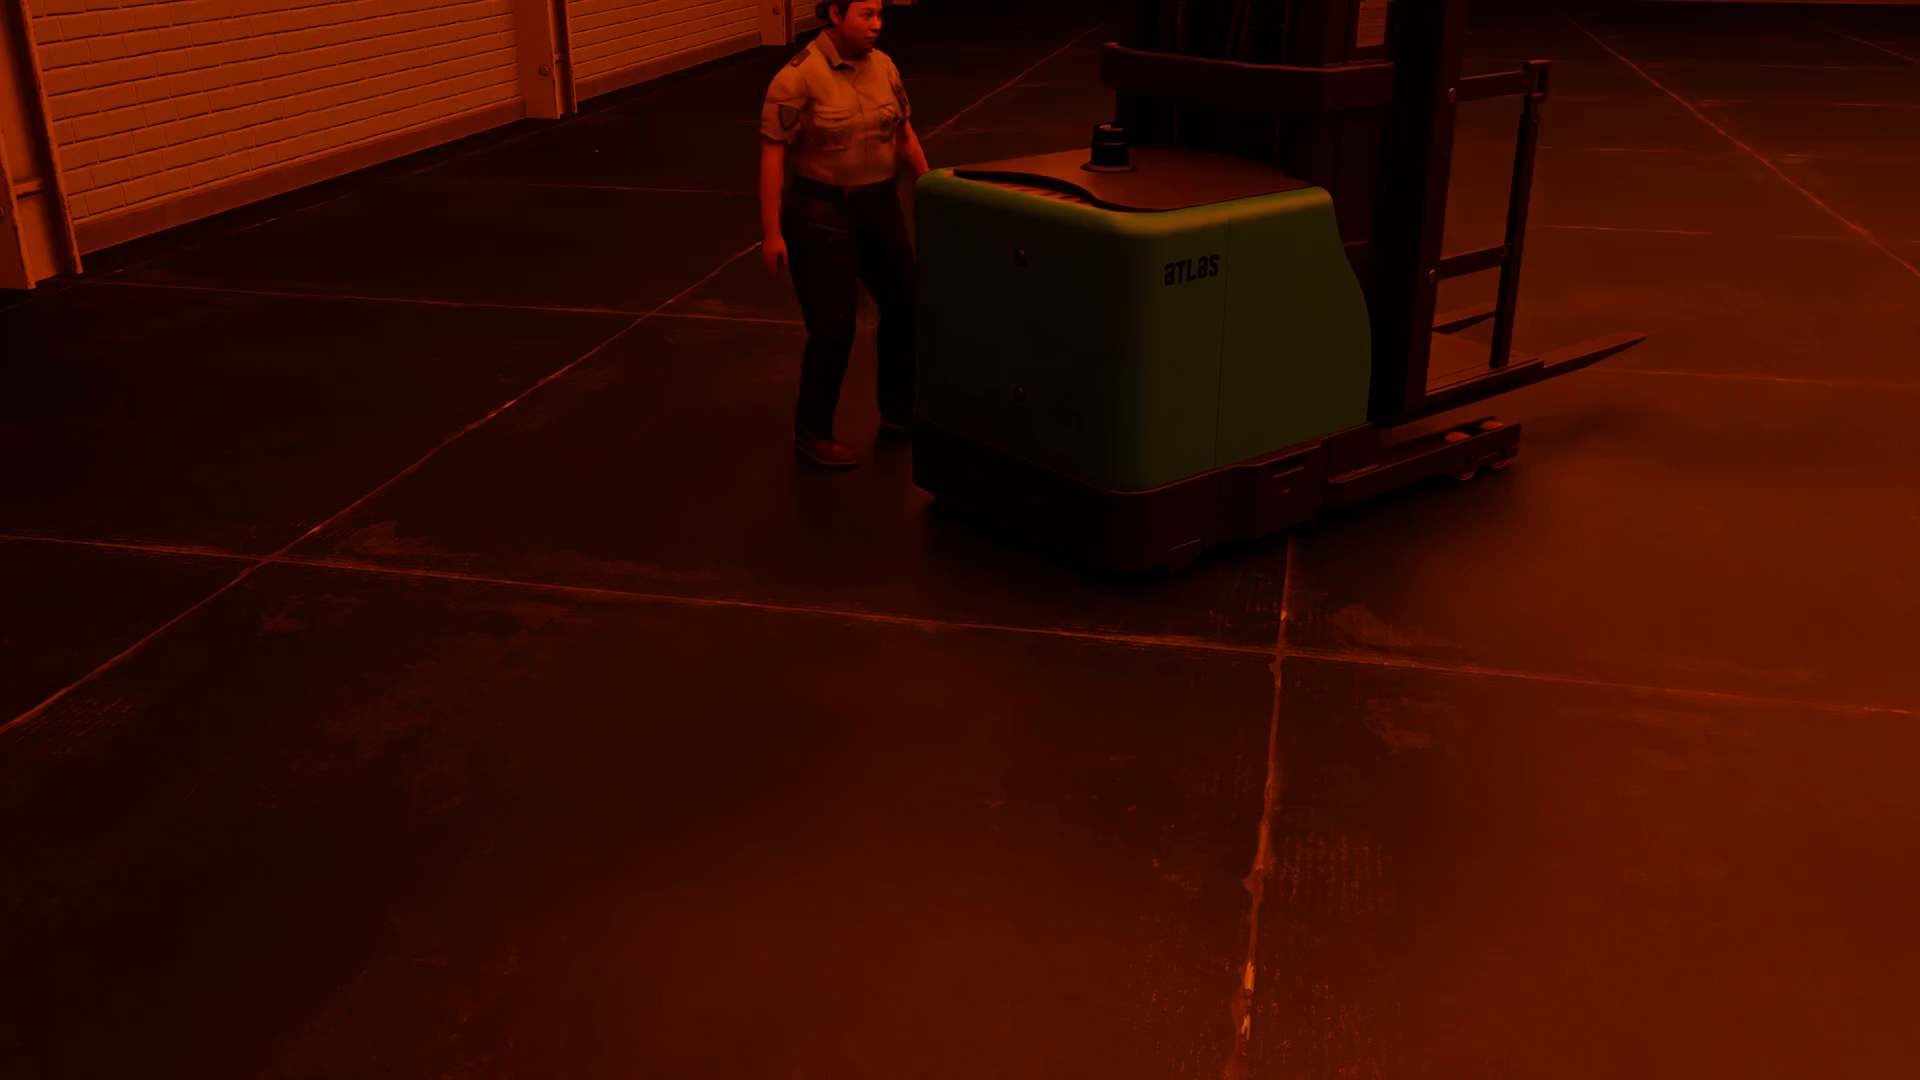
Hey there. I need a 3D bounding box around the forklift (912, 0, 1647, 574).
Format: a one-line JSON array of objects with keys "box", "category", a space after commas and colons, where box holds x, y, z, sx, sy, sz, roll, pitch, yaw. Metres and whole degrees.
[{"box": [1.311, -1.695, 5.424, 3.031, 2.935, 1.130, -17, 28, -35], "category": "forklift"}]

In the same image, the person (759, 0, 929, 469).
[{"box": [-0.357, -1.081, 5.650, 0.741, 1.629, 0.342, -18, 28, -37], "category": "person"}]
